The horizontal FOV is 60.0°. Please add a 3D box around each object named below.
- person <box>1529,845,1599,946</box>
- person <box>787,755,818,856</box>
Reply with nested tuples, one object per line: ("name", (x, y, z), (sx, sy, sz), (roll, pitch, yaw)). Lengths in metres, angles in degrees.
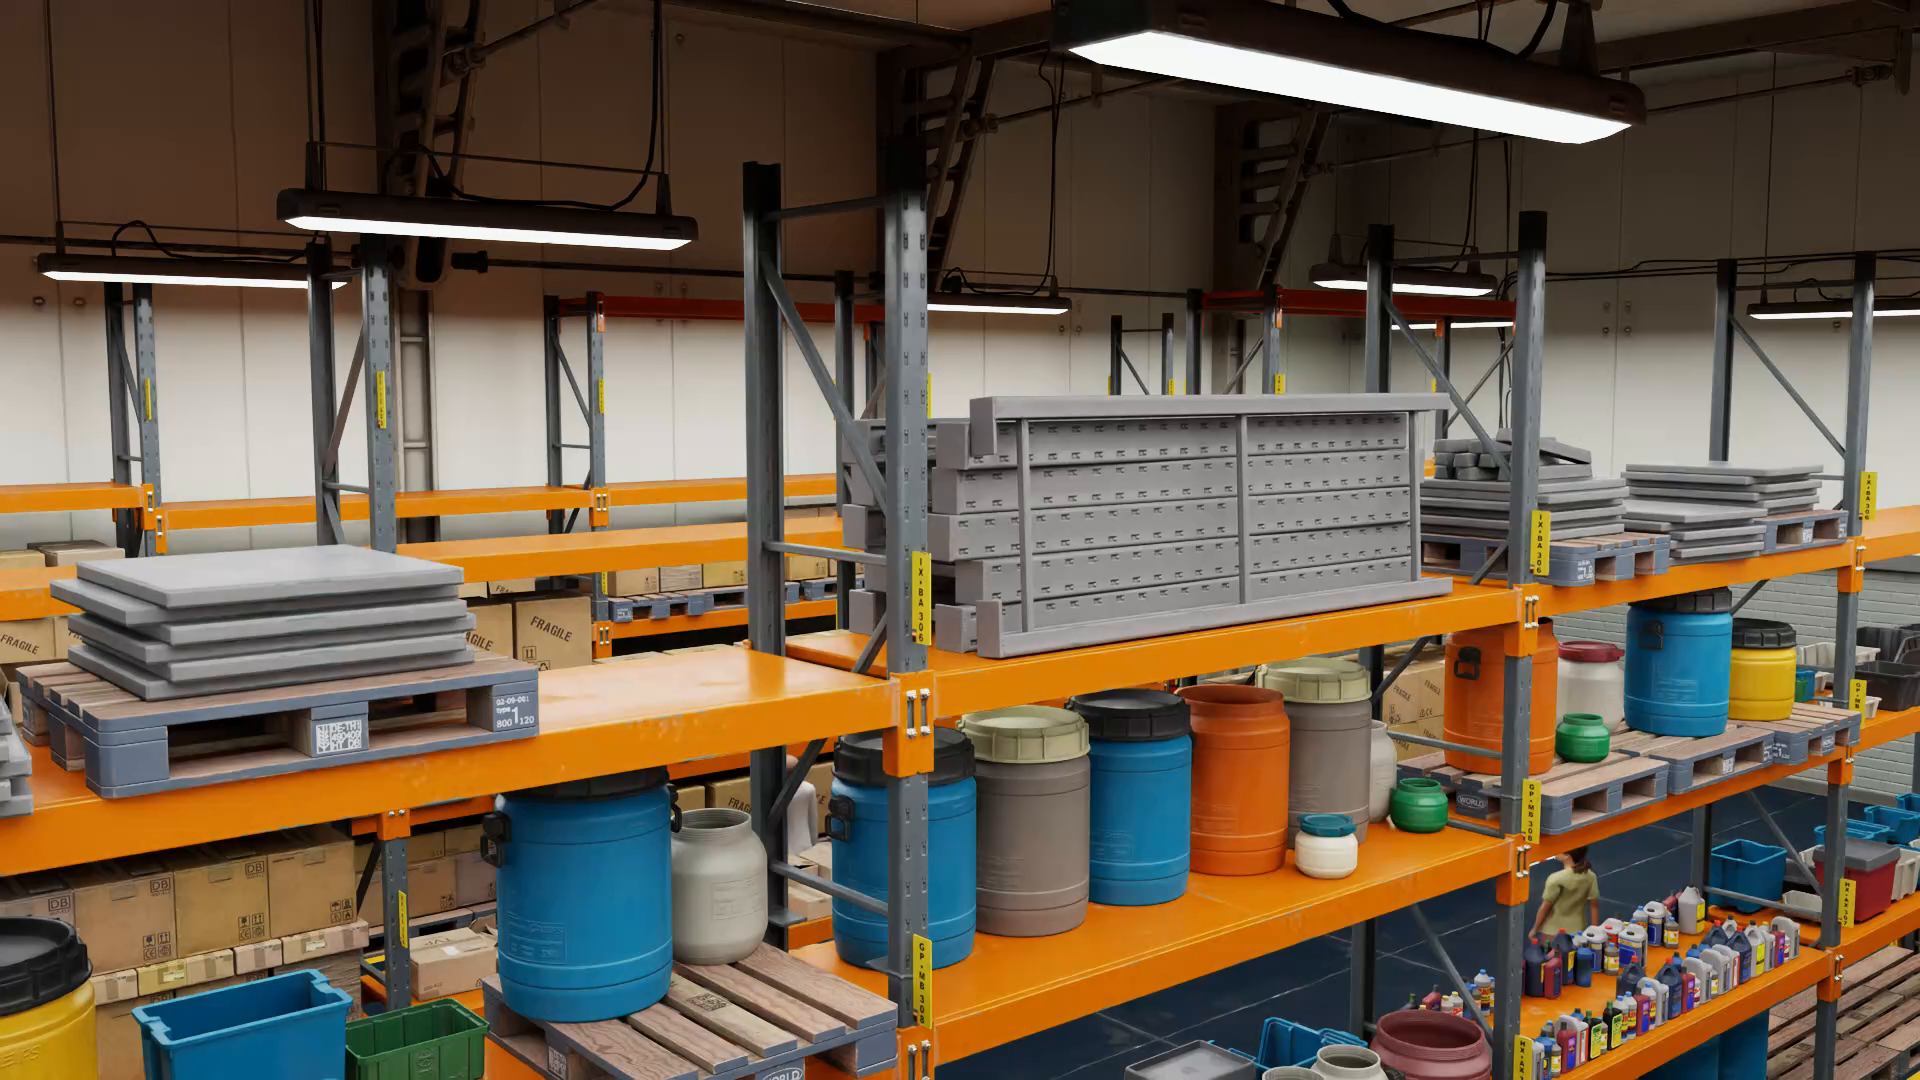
("person", (4.687, 3.112, 12.911), (0.505, 1.720, 0.531), (1, 6, 13))
("person", (-1.572, 2.819, 15.077), (0.439, 1.784, 0.639), (4, 7, 37))
